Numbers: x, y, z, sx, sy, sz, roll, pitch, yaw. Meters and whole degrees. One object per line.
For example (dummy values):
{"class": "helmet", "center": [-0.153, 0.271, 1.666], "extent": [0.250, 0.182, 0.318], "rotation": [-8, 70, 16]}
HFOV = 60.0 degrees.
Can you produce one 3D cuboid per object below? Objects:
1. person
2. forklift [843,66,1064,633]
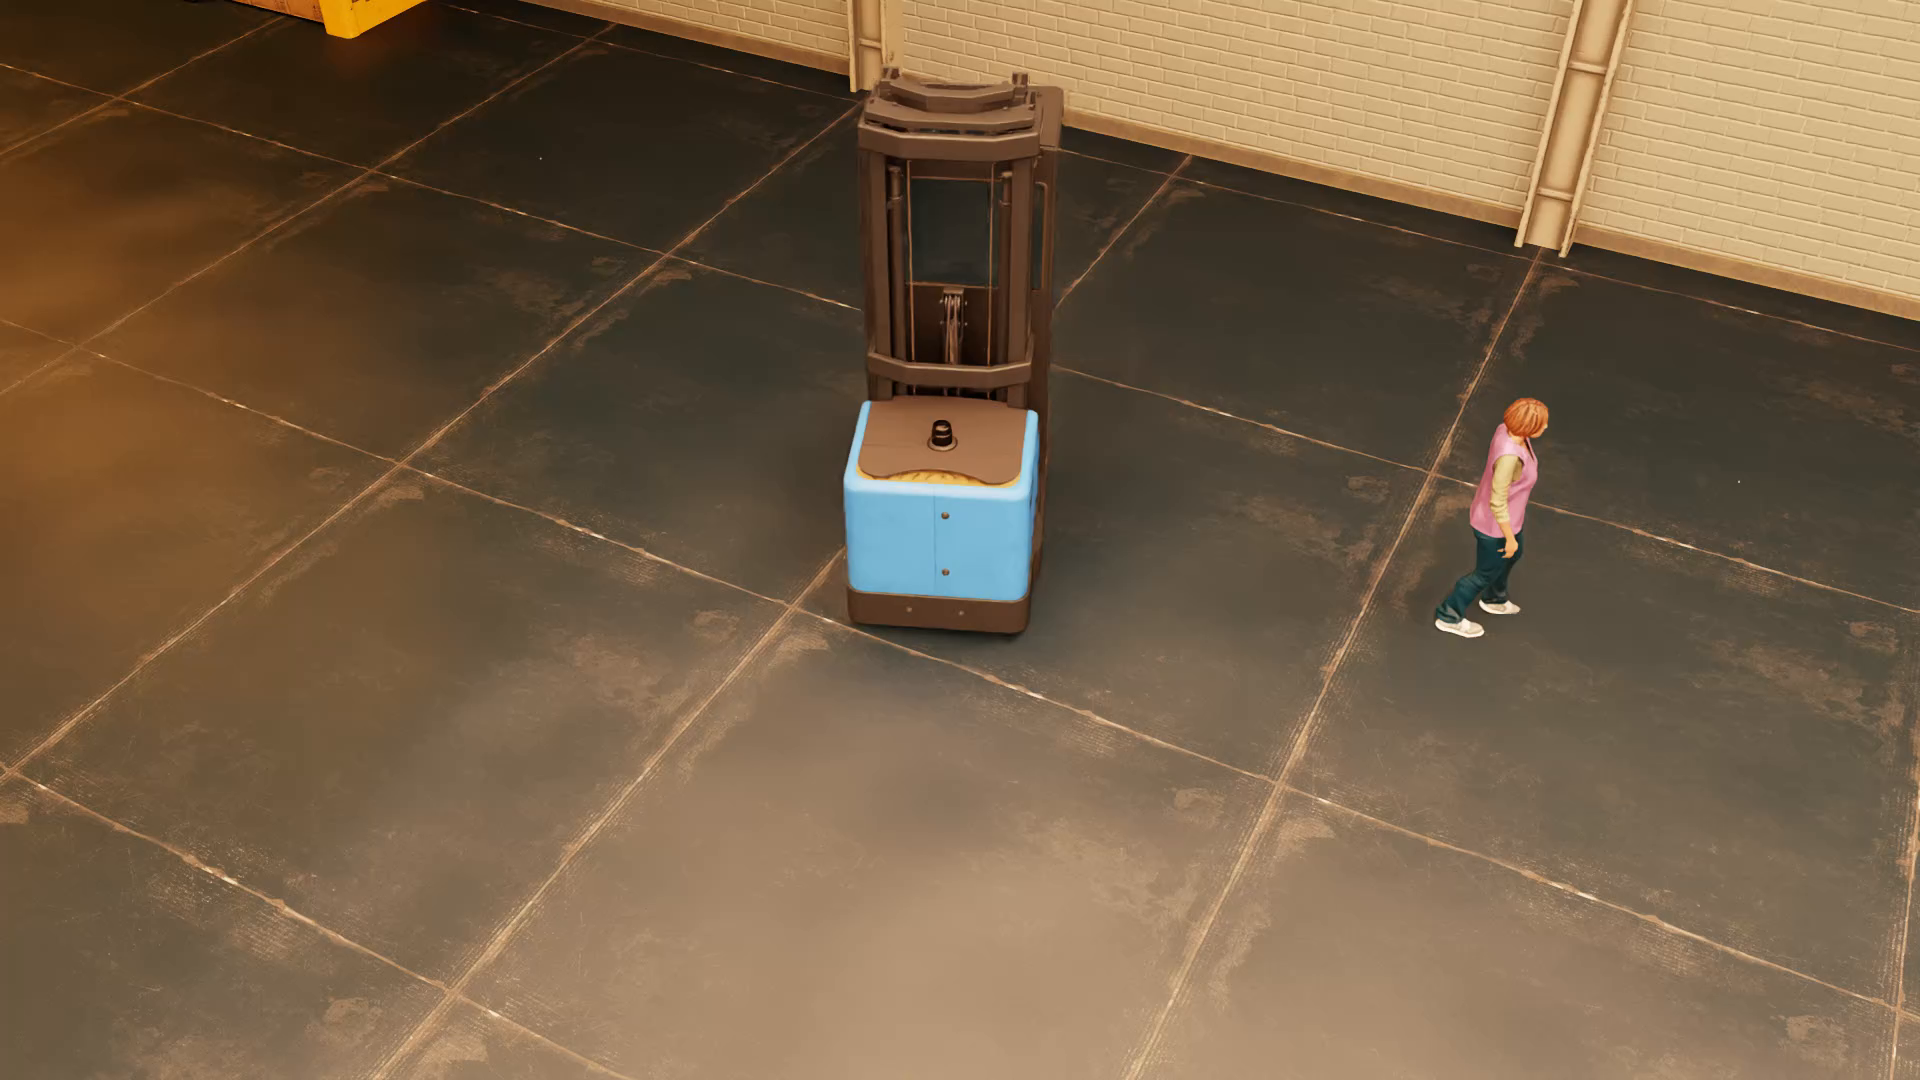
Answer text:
{"class": "person", "center": [3.004, -0.090, 9.182], "extent": [0.499, 1.612, 0.497], "rotation": [11, 41, 13]}
{"class": "forklift", "center": [0.009, -1.528, 9.801], "extent": [1.130, 2.935, 3.031], "rotation": [4, 40, 4]}
